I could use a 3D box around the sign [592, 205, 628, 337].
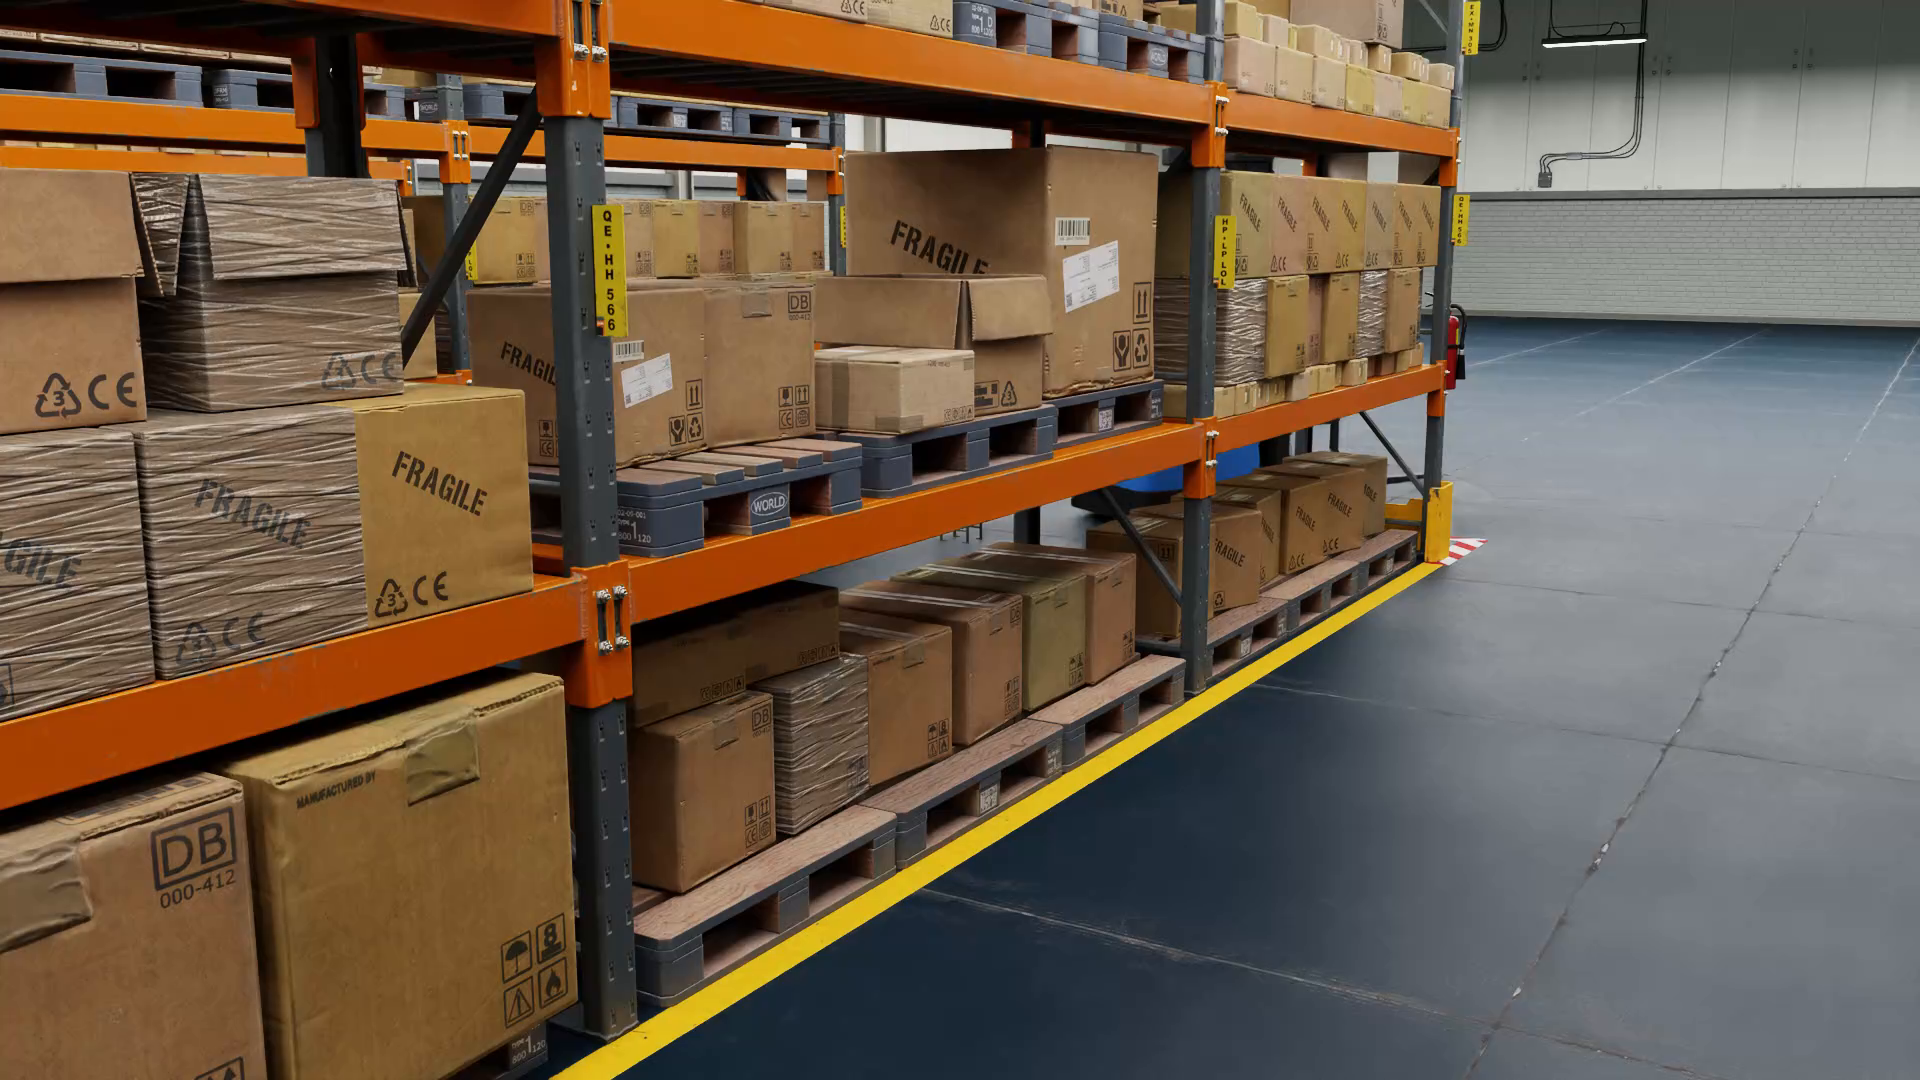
[{"bbox_3d":[-0.877,-0.674,4.171,0.100,0.325,0.005,6,12,31],"label":"sign"}]

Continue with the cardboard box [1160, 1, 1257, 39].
[{"bbox_3d":[1.155,-2.405,7.735,0.380,0.149,0.250,6,12,29],"label":"cardboard box"}]

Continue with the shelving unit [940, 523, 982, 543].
[{"bbox_3d":[0.008,-0.592,11.770,0.258,1.200,0.189,6,12,31],"label":"shelving unit"}]

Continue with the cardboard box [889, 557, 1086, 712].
[{"bbox_3d":[0.122,0.394,7.212,0.700,0.500,0.500,6,12,30],"label":"cardboard box"}]

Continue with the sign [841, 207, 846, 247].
[{"bbox_3d":[-0.930,-2.537,13.478,0.100,0.325,0.005,6,12,31],"label":"sign"}]

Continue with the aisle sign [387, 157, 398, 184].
[{"bbox_3d":[-5.390,-3.622,16.001,0.394,0.787,0.004,6,12,31],"label":"aisle sign"}]

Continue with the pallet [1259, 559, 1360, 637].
[{"bbox_3d":[1.674,0.282,9.786,1.003,0.211,1.213,6,12,31],"label":"pallet"}]

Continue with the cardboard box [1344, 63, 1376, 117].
[{"bbox_3d":[1.980,-2.478,9.210,0.500,0.250,0.500,6,12,30],"label":"cardboard box"}]

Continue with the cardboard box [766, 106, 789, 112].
[{"bbox_3d":[-1.534,-3.347,12.714,0.380,0.149,0.250,7,12,32],"label":"cardboard box"}]

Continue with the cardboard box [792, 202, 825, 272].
[{"bbox_3d":[-1.612,-2.455,13.490,0.875,0.550,0.550,6,12,31],"label":"cardboard box"}]

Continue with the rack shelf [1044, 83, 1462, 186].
[{"bbox_3d":[1.762,-2.222,9.389,1.077,0.370,4.000,6,12,31],"label":"rack shelf"}]

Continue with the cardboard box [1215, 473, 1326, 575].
[{"bbox_3d":[1.839,-0.103,9.918,0.500,0.500,0.500,8,13,36],"label":"cardboard box"}]

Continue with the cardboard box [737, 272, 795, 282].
[{"bbox_3d":[-1.808,-1.828,13.073,0.875,0.550,0.550,6,12,31],"label":"cardboard box"}]

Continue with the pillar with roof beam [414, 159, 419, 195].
[{"bbox_3d":[-4.251,-6.294,21.032,9.100,9.000,0.400,6,12,31],"label":"pillar with roof beam"}]

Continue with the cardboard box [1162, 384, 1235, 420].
[{"bbox_3d":[1.092,-0.668,7.969,0.380,0.149,0.250,6,12,31],"label":"cardboard box"}]

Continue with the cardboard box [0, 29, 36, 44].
[{"bbox_3d":[-4.716,-2.475,7.781,0.500,0.250,0.500,7,13,32],"label":"cardboard box"}]

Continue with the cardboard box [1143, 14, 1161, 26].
[{"bbox_3d":[0.862,-2.495,8.218,0.380,0.149,0.250,7,12,31],"label":"cardboard box"}]

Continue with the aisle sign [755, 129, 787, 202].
[{"bbox_3d":[-1.606,-3.223,13.868,0.394,0.787,0.004,6,12,31],"label":"aisle sign"}]

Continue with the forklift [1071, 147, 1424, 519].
[{"bbox_3d":[2.410,-1.687,12.916,3.031,2.935,1.130,-6,12,-27],"label":"forklift"}]

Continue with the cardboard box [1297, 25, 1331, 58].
[{"bbox_3d":[1.698,-2.570,8.618,0.380,0.149,0.250,6,12,30],"label":"cardboard box"}]

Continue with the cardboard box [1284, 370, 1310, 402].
[{"bbox_3d":[1.626,-0.824,8.800,0.380,0.149,0.250,6,12,31],"label":"cardboard box"}]

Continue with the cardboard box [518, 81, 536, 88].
[{"bbox_3d":[-2.851,-2.948,10.585,0.380,0.149,0.250,6,12,31],"label":"cardboard box"}]

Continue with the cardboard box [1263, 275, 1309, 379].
[{"bbox_3d":[1.299,-1.122,8.630,0.875,0.500,0.500,6,12,31],"label":"cardboard box"}]

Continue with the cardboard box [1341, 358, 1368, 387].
[{"bbox_3d":[2.139,-0.982,9.643,0.380,0.149,0.250,6,12,31],"label":"cardboard box"}]

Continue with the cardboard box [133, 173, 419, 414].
[{"bbox_3d":[-1.747,-0.586,3.851,0.797,0.503,0.637,7,13,33],"label":"cardboard box"}]

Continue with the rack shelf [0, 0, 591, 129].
[{"bbox_3d":[-2.392,-0.964,2.668,1.077,0.370,4.000,6,12,31],"label":"rack shelf"}]

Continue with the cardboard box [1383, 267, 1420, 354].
[{"bbox_3d":[2.334,-1.437,10.313,0.875,0.500,0.500,6,12,31],"label":"cardboard box"}]

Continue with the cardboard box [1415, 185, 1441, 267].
[{"bbox_3d":[2.726,-1.992,10.562,0.500,0.500,0.500,6,12,31],"label":"cardboard box"}]

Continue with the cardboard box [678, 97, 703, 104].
[{"bbox_3d":[-2.062,-3.187,11.861,0.380,0.149,0.250,7,12,31],"label":"cardboard box"}]

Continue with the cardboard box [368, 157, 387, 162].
[{"bbox_3d":[-5.616,-3.630,15.641,0.380,0.149,0.250,6,12,31],"label":"cardboard box"}]

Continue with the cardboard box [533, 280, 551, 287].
[{"bbox_3d":[-3.016,-1.498,11.310,0.875,0.550,0.550,6,12,31],"label":"cardboard box"}]

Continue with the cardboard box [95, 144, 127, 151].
[{"bbox_3d":[-6.993,-3.231,13.505,0.380,0.149,0.250,7,13,32],"label":"cardboard box"}]

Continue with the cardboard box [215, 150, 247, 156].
[{"bbox_3d":[-6.375,-3.385,14.327,0.380,0.149,0.250,6,12,30],"label":"cardboard box"}]

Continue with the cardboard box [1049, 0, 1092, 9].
[{"bbox_3d":[0.321,-2.244,6.775,0.396,0.266,0.258,7,13,33],"label":"cardboard box"}]

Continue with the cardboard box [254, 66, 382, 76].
[{"bbox_3d":[-3.693,-2.806,9.549,0.500,0.250,0.500,7,12,31],"label":"cardboard box"}]

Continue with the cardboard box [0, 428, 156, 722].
[{"bbox_3d":[-1.929,0.055,3.154,0.500,0.500,0.500,6,12,29],"label":"cardboard box"}]

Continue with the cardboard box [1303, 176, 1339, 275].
[{"bbox_3d":[1.692,-1.677,8.879,0.500,0.500,0.500,6,12,31],"label":"cardboard box"}]

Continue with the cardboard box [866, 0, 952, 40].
[{"bbox_3d":[-0.366,-1.770,5.429,0.500,0.250,0.500,7,13,32],"label":"cardboard box"}]

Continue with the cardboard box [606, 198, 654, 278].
[{"bbox_3d":[-2.658,-2.105,11.619,0.875,0.550,0.550,6,12,31],"label":"cardboard box"}]

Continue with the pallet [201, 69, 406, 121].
[{"bbox_3d":[-3.897,-2.508,9.481,0.805,0.209,1.217,6,12,28],"label":"pallet"}]

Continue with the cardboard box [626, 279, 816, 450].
[{"bbox_3d":[-0.903,-0.599,5.504,0.700,0.500,0.500,9,14,39],"label":"cardboard box"}]

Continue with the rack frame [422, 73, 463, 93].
[{"bbox_3d":[-3.463,-4.225,9.982,1.000,3.000,0.127,6,12,31],"label":"rack frame"}]

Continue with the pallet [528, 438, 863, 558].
[{"bbox_3d":[-1.075,-0.185,5.229,1.213,0.211,1.003,6,12,31],"label":"pallet"}]

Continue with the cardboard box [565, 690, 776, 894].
[{"bbox_3d":[-1.023,0.748,5.321,0.700,0.500,0.500,6,12,28],"label":"cardboard box"}]

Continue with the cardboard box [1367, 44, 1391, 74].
[{"bbox_3d":[2.241,-2.735,9.498,0.380,0.149,0.250,6,12,28],"label":"cardboard box"}]

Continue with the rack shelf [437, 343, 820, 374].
[{"bbox_3d":[-2.425,-1.237,12.281,1.077,0.370,4.000,6,12,31],"label":"rack shelf"}]

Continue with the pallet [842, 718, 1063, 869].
[{"bbox_3d":[-0.312,0.899,6.491,1.003,0.211,1.213,6,12,31],"label":"pallet"}]

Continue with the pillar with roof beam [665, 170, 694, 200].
[{"bbox_3d":[-1.136,-7.237,26.073,9.100,9.000,0.400,6,12,31],"label":"pillar with roof beam"}]

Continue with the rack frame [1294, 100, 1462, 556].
[{"bbox_3d":[2.800,-1.416,11.279,1.000,3.000,0.127,6,12,31],"label":"rack frame"}]

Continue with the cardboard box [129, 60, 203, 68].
[{"bbox_3d":[-4.413,-2.687,9.189,0.380,0.149,0.250,6,12,31],"label":"cardboard box"}]

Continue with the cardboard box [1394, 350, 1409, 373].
[{"bbox_3d":[2.612,-1.144,10.511,0.380,0.149,0.250,6,12,31],"label":"cardboard box"}]
